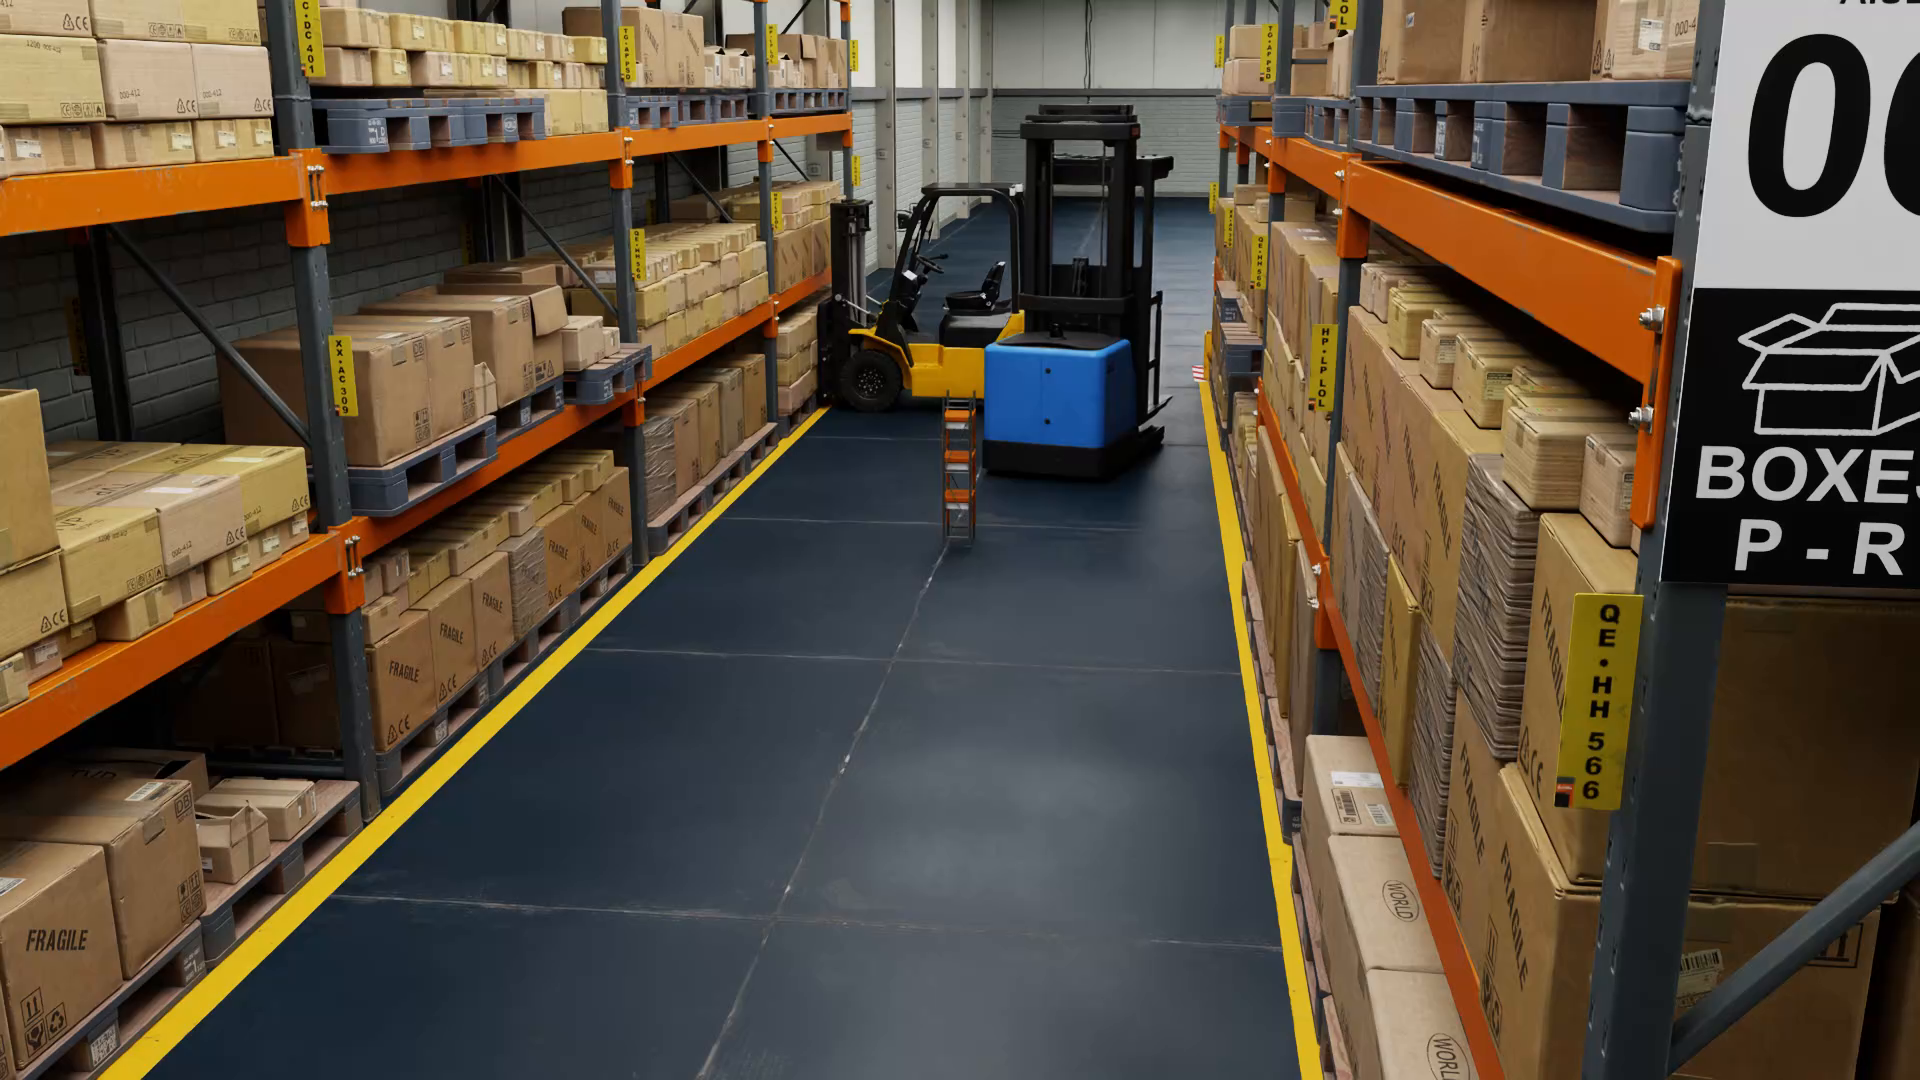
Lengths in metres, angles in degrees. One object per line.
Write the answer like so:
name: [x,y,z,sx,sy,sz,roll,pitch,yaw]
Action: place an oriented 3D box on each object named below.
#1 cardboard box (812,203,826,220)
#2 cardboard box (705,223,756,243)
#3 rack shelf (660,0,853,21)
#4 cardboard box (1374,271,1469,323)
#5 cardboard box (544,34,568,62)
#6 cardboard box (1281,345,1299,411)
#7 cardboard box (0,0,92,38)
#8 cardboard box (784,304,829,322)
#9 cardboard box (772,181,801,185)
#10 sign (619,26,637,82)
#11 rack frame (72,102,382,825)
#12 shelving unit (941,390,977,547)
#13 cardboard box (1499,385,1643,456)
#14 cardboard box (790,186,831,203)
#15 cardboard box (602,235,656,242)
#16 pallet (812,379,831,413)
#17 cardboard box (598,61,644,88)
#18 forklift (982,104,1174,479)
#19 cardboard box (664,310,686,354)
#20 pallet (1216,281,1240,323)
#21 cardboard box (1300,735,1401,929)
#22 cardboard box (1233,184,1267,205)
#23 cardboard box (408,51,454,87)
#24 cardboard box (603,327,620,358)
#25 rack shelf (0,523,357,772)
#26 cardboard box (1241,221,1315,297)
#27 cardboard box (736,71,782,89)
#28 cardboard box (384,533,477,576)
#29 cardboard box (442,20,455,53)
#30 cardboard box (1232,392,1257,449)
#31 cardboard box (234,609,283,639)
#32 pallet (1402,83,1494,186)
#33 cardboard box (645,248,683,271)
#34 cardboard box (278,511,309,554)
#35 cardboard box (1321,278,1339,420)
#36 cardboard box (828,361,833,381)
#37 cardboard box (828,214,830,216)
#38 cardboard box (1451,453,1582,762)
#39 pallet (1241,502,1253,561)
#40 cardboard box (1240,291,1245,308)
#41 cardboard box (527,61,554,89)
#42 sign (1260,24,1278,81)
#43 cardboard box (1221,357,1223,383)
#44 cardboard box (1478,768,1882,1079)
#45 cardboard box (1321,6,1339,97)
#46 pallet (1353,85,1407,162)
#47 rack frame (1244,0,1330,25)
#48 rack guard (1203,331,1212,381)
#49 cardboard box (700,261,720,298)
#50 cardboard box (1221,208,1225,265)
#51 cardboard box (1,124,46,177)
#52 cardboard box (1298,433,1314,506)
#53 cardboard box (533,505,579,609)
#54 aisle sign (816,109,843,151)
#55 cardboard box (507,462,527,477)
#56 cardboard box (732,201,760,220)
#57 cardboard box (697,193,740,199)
cardboard box: [-1.555,-3.298,16.678,0.380,0.149,0.250,2,15,7]
cardboard box: [-1.943,-2.597,14.086,0.380,0.149,0.250,2,15,8]
rack shelf: [-1.899,-5.205,15.817,1.077,0.370,4.000,2,15,6]
cardboard box: [1.598,-0.814,5.575,0.380,0.149,0.250,2,15,7]
cardboard box: [-2.435,-2.772,9.373,0.380,0.149,0.250,1,15,4]
cardboard box: [1.855,-0.799,8.199,0.500,0.250,0.500,2,15,7]
cardboard box: [-2.960,-1.615,4.903,0.500,0.250,0.500,2,15,7]
cardboard box: [-1.579,-2.203,16.609,0.500,0.250,0.500,1,15,5]
cardboard box: [-1.924,-3.792,17.936,0.380,0.149,0.250,1,15,5]
sign: [-2.037,-2.974,10.178,0.100,0.325,0.005,2,15,6]
rack frame: [-3.028,-0.256,6.862,1.000,3.000,0.127,2,15,6]
shelving unit: [-0.006,-0.493,11.474,0.215,1.050,0.252,2,15,6]
cardboard box: [1.314,-0.216,3.366,0.380,0.149,0.250,2,15,8]
cardboard box: [-1.525,-3.507,16.882,0.380,0.149,0.250,2,15,8]
cardboard box: [-2.574,-2.278,12.907,0.380,0.149,0.250,2,15,6]
pallet: [-1.858,-1.507,16.831,1.003,0.211,1.213,2,15,6]
cardboard box: [-2.235,-2.961,10.571,0.380,0.166,0.250,2,15,6]
forklift: [1.179,-2.249,14.364,1.130,2.935,3.031,6,16,20]
cardboard box: [-2.222,-1.459,11.599,0.500,0.250,0.500,1,15,5]
pallet: [2.577,-1.899,13.306,1.003,0.211,1.213,2,15,6]
cardboard box: [1.727,1.083,6.014,0.875,0.438,0.875,1,15,5]
cardboard box: [2.403,-2.782,13.394,0.380,0.149,0.250,2,15,6]
cardboard box: [-2.490,-2.097,7.410,0.380,0.149,0.250,2,15,7]
cardboard box: [-2.269,-1.193,10.005,0.380,0.149,0.250,2,15,7]
rack shelf: [-3.253,0.610,5.037,1.077,0.370,4.000,2,15,6]
cardboard box: [2.234,-1.934,11.502,0.500,0.500,0.500,1,15,2]
cardboard box: [-1.773,-4.016,14.506,0.380,0.149,0.250,2,15,7]
cardboard box: [-2.668,0.073,8.385,0.380,0.149,0.250,2,15,6]
cardboard box: [-2.555,-2.313,7.639,0.380,0.149,0.250,2,15,7]
cardboard box: [2.751,-0.984,13.783,0.950,0.372,0.625,2,15,7]
cardboard box: [-3.273,0.331,7.433,0.380,0.149,0.250,1,15,4]
pallet: [1.662,-0.988,3.994,1.003,0.211,1.213,2,15,6]
cardboard box: [-2.200,-2.000,11.876,0.380,0.149,0.250,2,15,7]
cardboard box: [-2.813,-0.044,6.561,0.380,0.149,0.250,2,15,7]
cardboard box: [1.706,-0.765,6.637,0.500,0.500,0.500,2,15,8]
cardboard box: [-1.580,-1.719,16.735,0.500,0.250,0.500,2,15,8]
cardboard box: [-1.536,-3.147,17.362,0.500,0.500,0.500,2,15,8]
cardboard box: [1.301,0.127,3.337,0.500,0.500,0.500,2,15,6]
pallet: [2.446,-0.005,11.275,1.003,0.211,1.213,2,15,6]
cardboard box: [2.256,-1.796,12.233,0.380,0.149,0.250,2,15,8]
cardboard box: [-2.466,-2.563,9.169,0.380,0.149,0.250,2,15,6]
sign: [1.817,-2.862,9.764,0.100,0.325,0.005,2,15,6]
cardboard box: [2.663,-1.716,15.289,0.500,0.500,0.500,2,15,7]
cardboard box: [1.245,0.746,2.967,0.500,0.500,0.500,2,15,7]
cardboard box: [2.463,-2.746,9.324,0.797,0.503,0.637,1,15,3]
pallet: [1.802,-1.304,5.161,1.003,0.211,1.213,2,15,6]
rack frame: [2.807,-5.082,13.215,1.000,3.000,0.127,2,15,6]
rack guard: [3.250,-1.997,18.088,1.175,0.500,0.348,2,15,6]
cardboard box: [-2.116,-1.968,12.525,0.500,0.250,0.500,2,15,7]
cardboard box: [2.769,-2.901,15.884,0.500,0.500,0.500,1,15,5]
cardboard box: [-2.958,-1.150,4.904,0.380,0.149,0.250,2,15,7]
cardboard box: [1.763,-0.294,7.290,0.500,0.250,0.500,1,15,5]
cardboard box: [-2.534,0.092,9.560,0.500,0.500,0.500,2,15,9]
aisle sign: [-1.374,-4.632,18.064,0.394,0.787,0.004,2,15,6]
cardboard box: [-2.945,-0.476,10.419,0.380,0.149,0.250,2,15,9]
cardboard box: [-1.794,-2.910,14.672,0.380,0.149,0.250,2,15,7]
cardboard box: [-2.288,-3.194,15.723,0.380,0.149,0.250,1,15,5]
